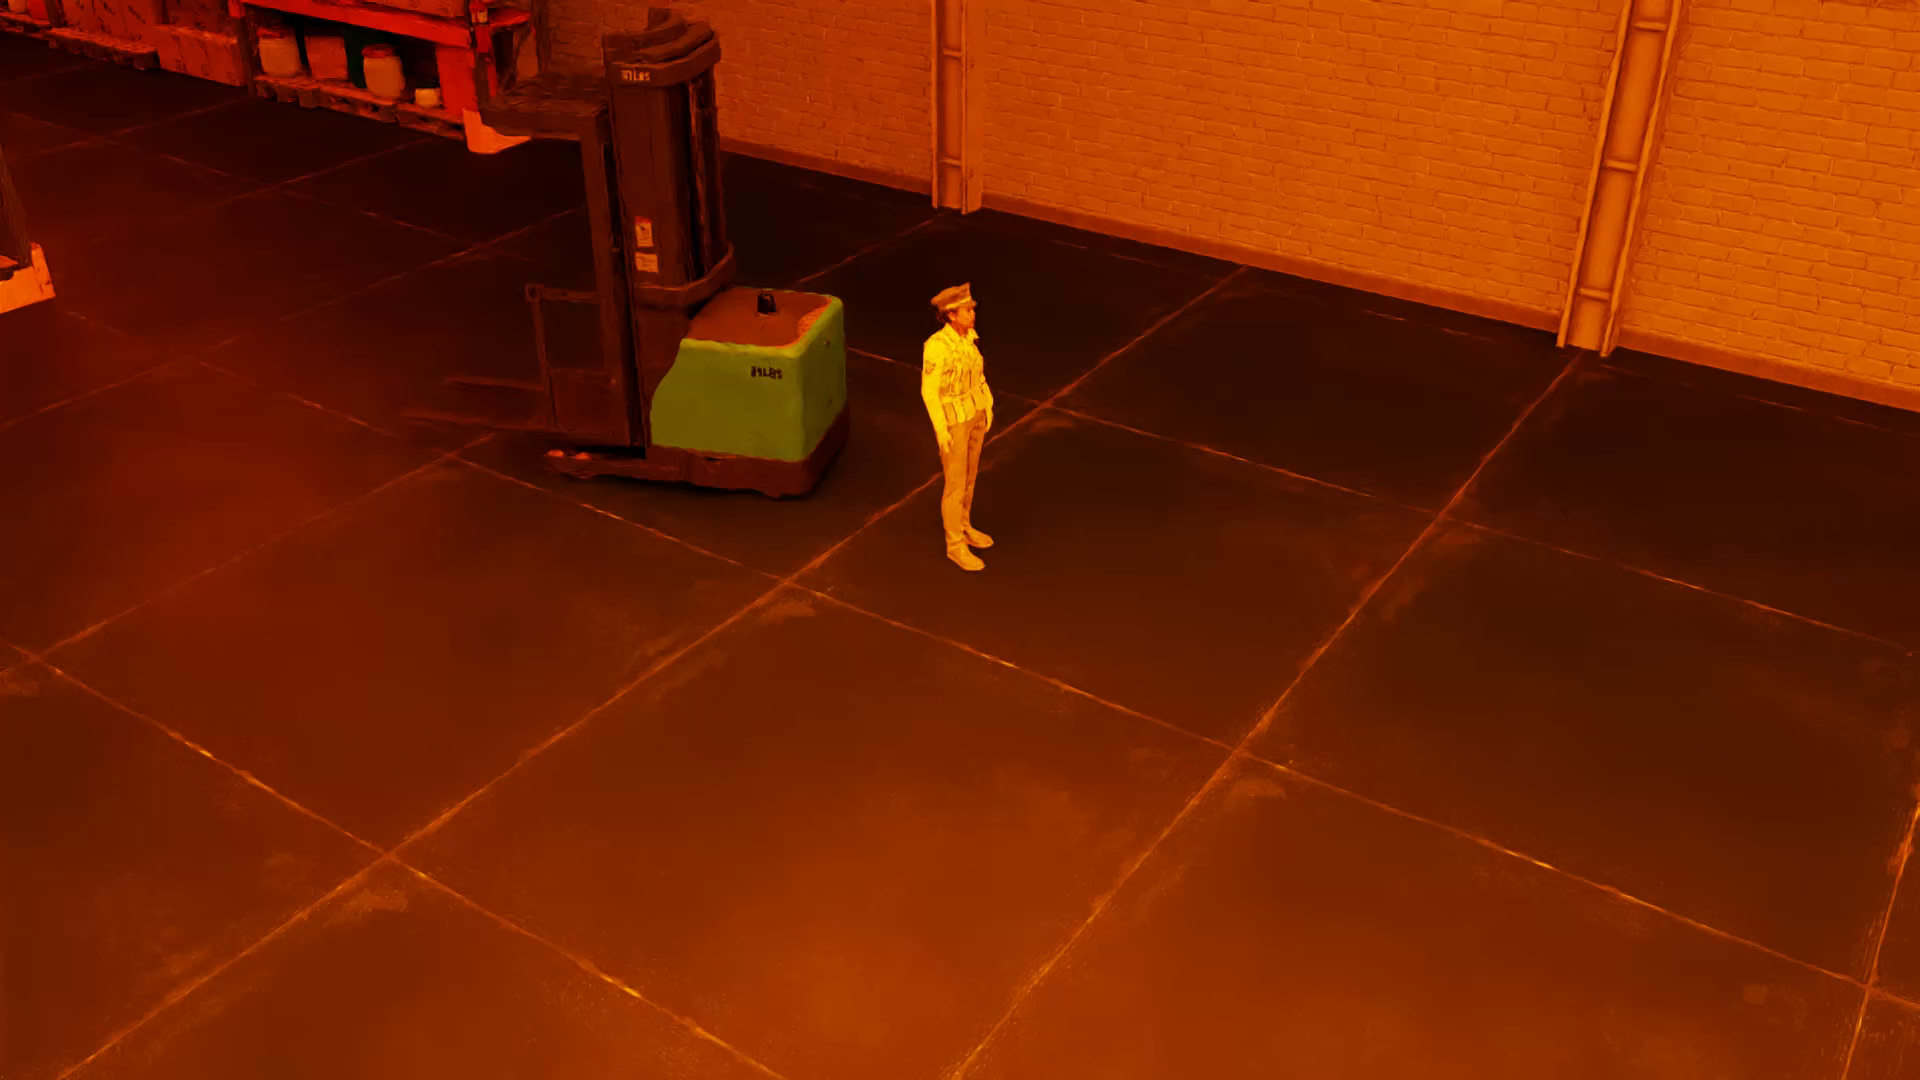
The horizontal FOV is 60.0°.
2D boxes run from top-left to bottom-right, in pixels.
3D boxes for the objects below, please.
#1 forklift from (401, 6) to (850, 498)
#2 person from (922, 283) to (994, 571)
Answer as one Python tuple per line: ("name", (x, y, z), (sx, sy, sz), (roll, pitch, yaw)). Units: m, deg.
("forklift", (-2.344, -1.932, 10.909), (3.031, 2.935, 1.130), (7, 31, 12))
("person", (0.052, -0.717, 10.033), (0.533, 1.695, 0.586), (19, 35, 29))
